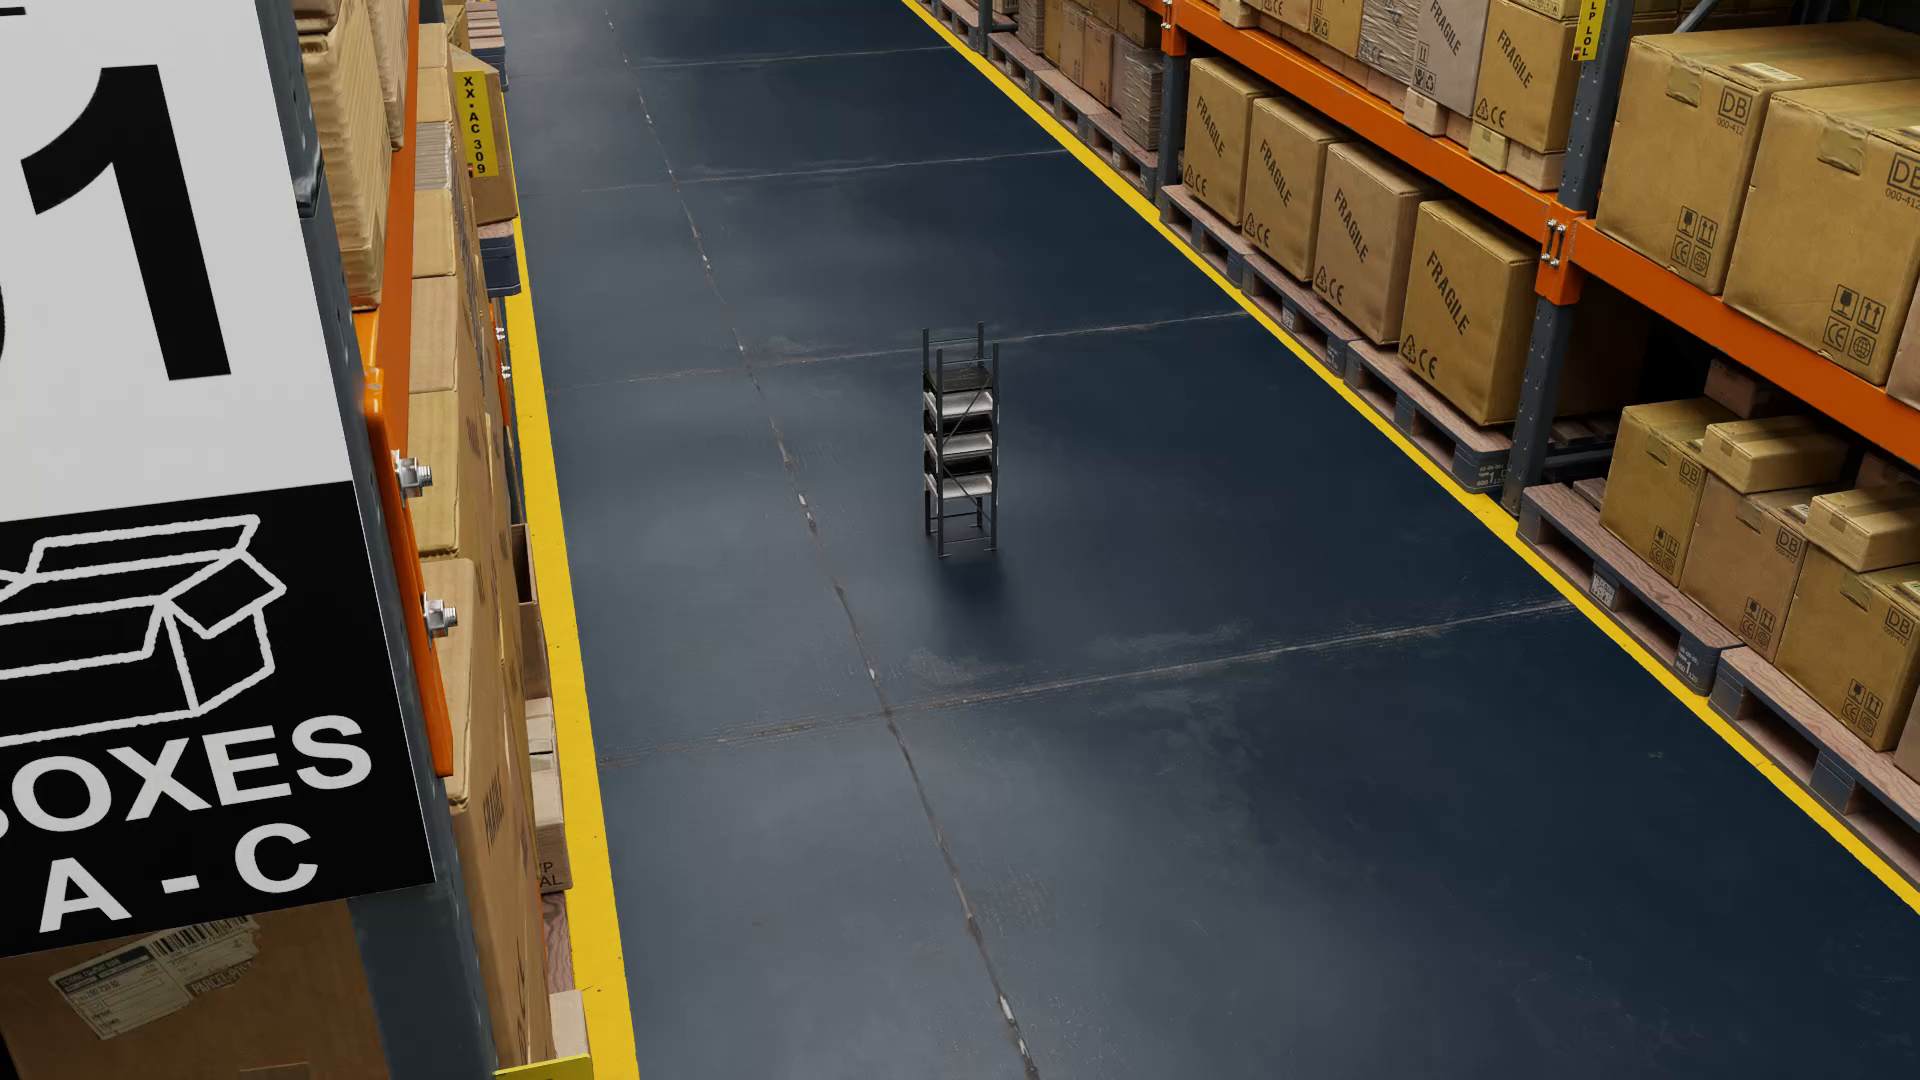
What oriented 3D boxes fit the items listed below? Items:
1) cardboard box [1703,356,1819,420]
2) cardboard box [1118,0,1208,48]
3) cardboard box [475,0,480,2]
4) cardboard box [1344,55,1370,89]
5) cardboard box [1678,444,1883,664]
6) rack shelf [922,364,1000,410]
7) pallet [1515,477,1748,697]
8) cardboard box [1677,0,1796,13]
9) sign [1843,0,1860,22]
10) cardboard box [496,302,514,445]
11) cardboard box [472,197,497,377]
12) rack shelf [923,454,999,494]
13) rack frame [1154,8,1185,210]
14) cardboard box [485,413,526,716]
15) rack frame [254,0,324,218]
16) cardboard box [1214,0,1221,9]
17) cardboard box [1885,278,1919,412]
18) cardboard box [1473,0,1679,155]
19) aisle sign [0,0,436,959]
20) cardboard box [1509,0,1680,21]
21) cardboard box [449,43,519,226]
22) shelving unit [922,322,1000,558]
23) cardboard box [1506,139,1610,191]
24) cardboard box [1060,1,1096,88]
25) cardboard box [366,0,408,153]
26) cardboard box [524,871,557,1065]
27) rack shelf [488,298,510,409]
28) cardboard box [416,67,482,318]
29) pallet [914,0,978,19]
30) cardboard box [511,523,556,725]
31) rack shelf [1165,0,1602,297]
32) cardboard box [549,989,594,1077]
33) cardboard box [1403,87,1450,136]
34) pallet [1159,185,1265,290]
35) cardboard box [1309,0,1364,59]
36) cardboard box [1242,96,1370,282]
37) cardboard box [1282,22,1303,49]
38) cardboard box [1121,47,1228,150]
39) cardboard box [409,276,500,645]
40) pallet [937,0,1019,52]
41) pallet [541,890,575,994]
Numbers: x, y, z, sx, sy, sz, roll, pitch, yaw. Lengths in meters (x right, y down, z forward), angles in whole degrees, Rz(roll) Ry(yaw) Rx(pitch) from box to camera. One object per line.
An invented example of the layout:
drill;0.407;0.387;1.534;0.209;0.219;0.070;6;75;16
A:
cardboard box;3.022;-0.583;6.191;0.380;0.149;0.250;-8;31;-14
cardboard box;1.376;-3.470;11.059;0.500;0.250;0.500;-7;31;-12
cardboard box;-3.950;-4.266;12.703;0.500;0.500;0.500;-8;31;-13
cardboard box;2.052;-2.256;7.883;0.380;0.149;0.250;-7;31;-12
cardboard box;2.999;0.037;5.767;0.700;0.500;0.500;-8;31;-14
rack shelf;0.002;-0.590;6.399;0.258;0.077;0.200;-8;31;-13
pallet;2.896;0.104;6.360;1.003;0.211;1.213;-8;31;-13
cardboard box;2.899;-2.243;6.465;0.500;0.250;0.500;-7;31;-12
sign;3.304;-1.964;6.206;0.100;0.325;0.005;-8;31;-13
cardboard box;-2.177;-0.693;7.010;0.500;0.500;0.500;-7;31;-13
cardboard box;-1.625;-0.656;4.790;0.500;0.500;0.500;-7;31;-12
rack shelf;0.002;-0.279;6.580;0.258;0.077;0.200;-8;31;-13
rack frame;1.708;-3.413;9.652;1.000;3.000;0.127;-8;31;-13
cardboard box;-1.211;0.086;3.507;0.500;0.500;0.500;-7;31;-13
rack frame;-0.944;-1.485;0.332;1.000;3.000;0.127;-8;31;-13
cardboard box;1.630;-3.000;9.169;0.380;0.149;0.250;-7;31;-13
cardboard box;3.289;-0.643;4.567;0.980;0.700;0.700;-9;31;-16
cardboard box;2.404;-1.851;6.537;0.500;0.500;0.500;-8;31;-14
aisle sign;-0.643;-0.020;1.194;0.394;0.787;0.004;-8;31;-13
cardboard box;2.399;-2.178;6.353;0.500;0.250;0.500;-7;31;-12
cardboard box;-1.916;-1.304;5.489;0.700;0.500;0.500;-19;35;-30
shelving unit;0.002;-0.386;6.518;0.258;0.900;0.210;-8;31;-13
cardboard box;2.407;-1.506;6.589;0.380;0.149;0.250;-8;31;-13
cardboard box;1.140;-3.605;12.040;0.700;0.500;0.500;-8;31;-13
cardboard box;-0.955;-0.647;2.029;0.500;0.250;0.500;-8;31;-13
cardboard box;-0.807;0.819;2.241;0.500;0.500;0.500;-7;31;-12
rack shelf;-2.536;-1.475;7.022;1.077;0.370;4.000;-8;31;-13
cardboard box;-1.483;-0.839;4.108;0.500;0.500;0.500;-8;31;-14
pallet;0.106;-5.048;15.260;1.003;0.211;1.213;-8;31;-13
cardboard box;-1.581;0.309;5.279;0.500;0.500;0.500;-8;31;-13
rack shelf;2.239;-2.135;8.163;1.077;0.370;4.000;-8;31;-13
cardboard box;-1.080;1.328;3.767;0.500;0.250;0.500;-8;31;-13
cardboard box;2.165;-1.876;7.228;0.380;0.149;0.250;-8;31;-13
pallet;1.844;-1.815;9.675;1.003;0.211;1.213;-8;31;-13
cardboard box;1.996;-2.580;7.797;0.500;0.500;0.500;-7;31;-12
cardboard box;2.003;-1.867;8.709;0.750;0.750;0.750;-8;31;-14
cardboard box;1.882;-2.631;8.532;0.380;0.149;0.250;-7;31;-12
cardboard box;1.466;-2.862;10.756;0.700;0.500;0.500;-7;31;-13
cardboard box;-1.081;-0.108;2.844;0.500;0.500;0.500;-7;31;-13
pallet;0.434;-4.457;14.240;1.003;0.211;1.213;-8;31;-13
pallet;-1.497;1.309;4.278;1.003;0.211;1.213;-8;31;-13
